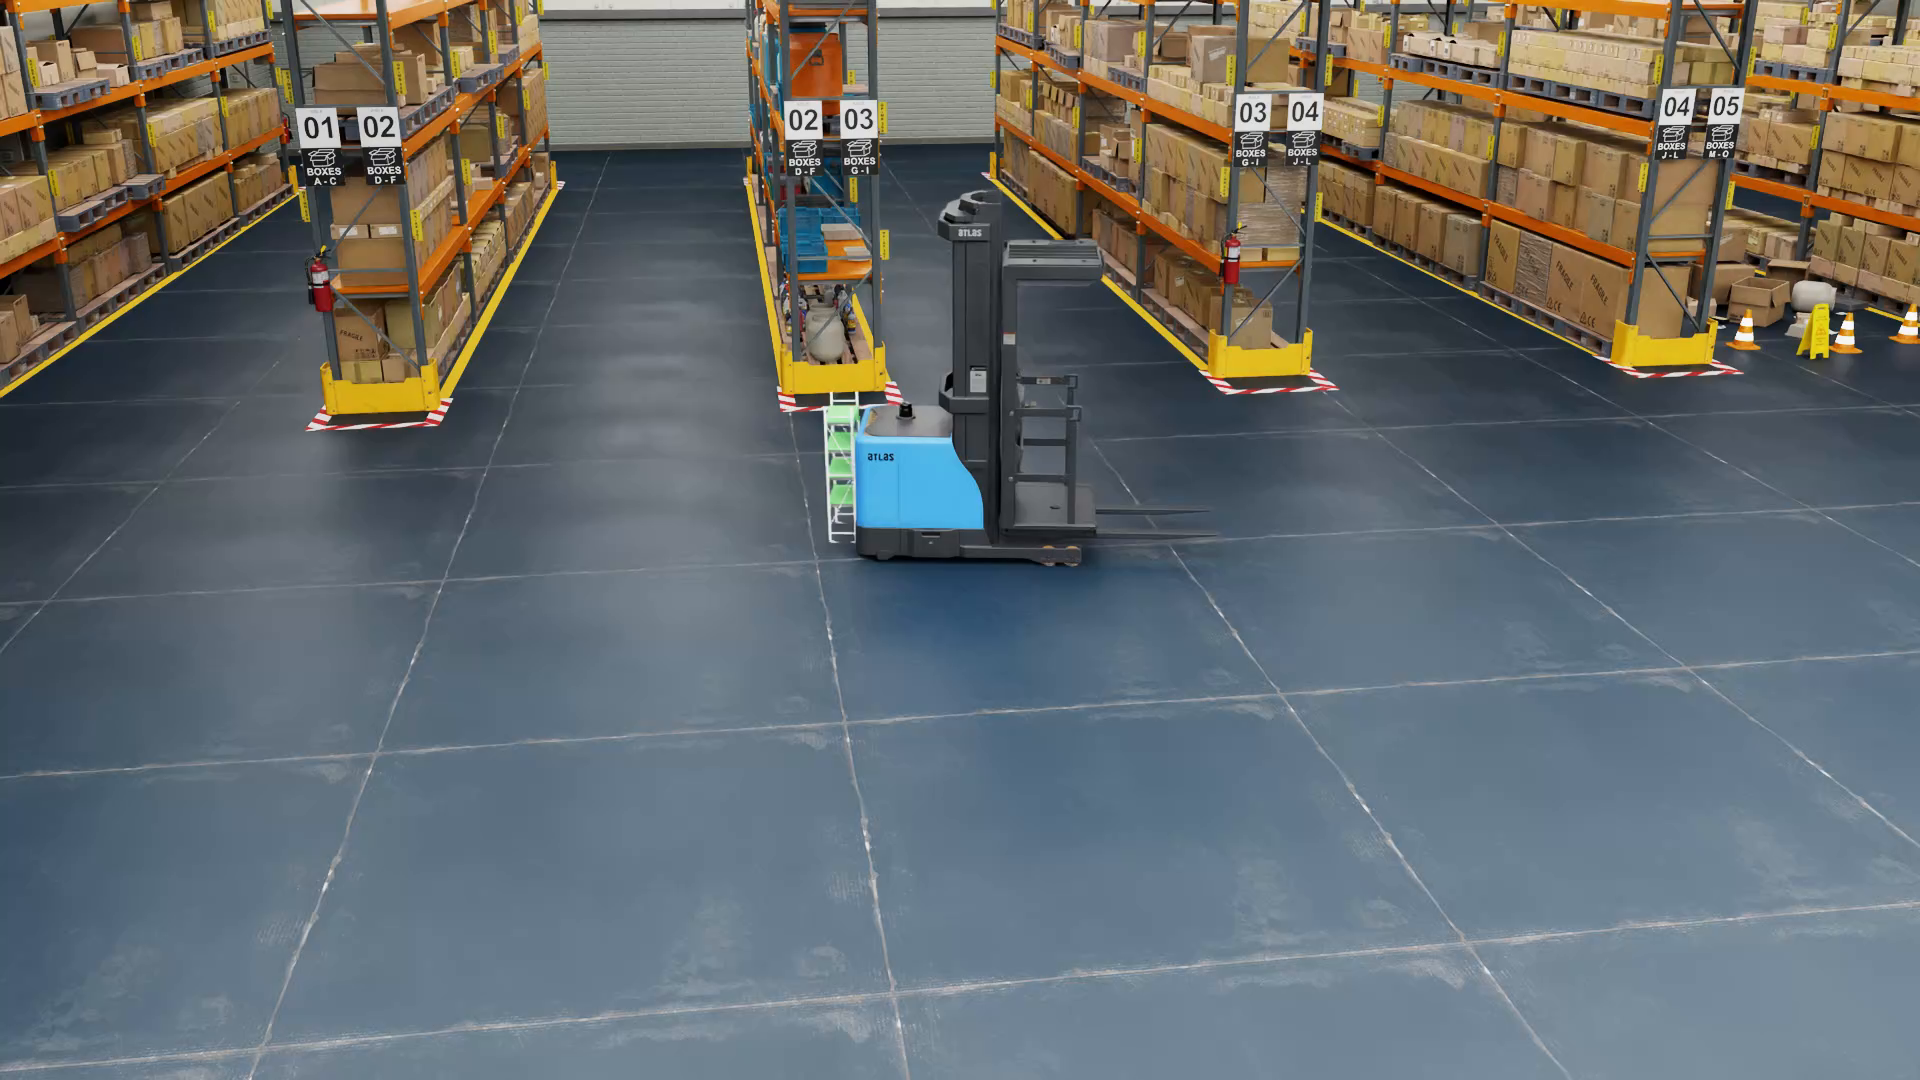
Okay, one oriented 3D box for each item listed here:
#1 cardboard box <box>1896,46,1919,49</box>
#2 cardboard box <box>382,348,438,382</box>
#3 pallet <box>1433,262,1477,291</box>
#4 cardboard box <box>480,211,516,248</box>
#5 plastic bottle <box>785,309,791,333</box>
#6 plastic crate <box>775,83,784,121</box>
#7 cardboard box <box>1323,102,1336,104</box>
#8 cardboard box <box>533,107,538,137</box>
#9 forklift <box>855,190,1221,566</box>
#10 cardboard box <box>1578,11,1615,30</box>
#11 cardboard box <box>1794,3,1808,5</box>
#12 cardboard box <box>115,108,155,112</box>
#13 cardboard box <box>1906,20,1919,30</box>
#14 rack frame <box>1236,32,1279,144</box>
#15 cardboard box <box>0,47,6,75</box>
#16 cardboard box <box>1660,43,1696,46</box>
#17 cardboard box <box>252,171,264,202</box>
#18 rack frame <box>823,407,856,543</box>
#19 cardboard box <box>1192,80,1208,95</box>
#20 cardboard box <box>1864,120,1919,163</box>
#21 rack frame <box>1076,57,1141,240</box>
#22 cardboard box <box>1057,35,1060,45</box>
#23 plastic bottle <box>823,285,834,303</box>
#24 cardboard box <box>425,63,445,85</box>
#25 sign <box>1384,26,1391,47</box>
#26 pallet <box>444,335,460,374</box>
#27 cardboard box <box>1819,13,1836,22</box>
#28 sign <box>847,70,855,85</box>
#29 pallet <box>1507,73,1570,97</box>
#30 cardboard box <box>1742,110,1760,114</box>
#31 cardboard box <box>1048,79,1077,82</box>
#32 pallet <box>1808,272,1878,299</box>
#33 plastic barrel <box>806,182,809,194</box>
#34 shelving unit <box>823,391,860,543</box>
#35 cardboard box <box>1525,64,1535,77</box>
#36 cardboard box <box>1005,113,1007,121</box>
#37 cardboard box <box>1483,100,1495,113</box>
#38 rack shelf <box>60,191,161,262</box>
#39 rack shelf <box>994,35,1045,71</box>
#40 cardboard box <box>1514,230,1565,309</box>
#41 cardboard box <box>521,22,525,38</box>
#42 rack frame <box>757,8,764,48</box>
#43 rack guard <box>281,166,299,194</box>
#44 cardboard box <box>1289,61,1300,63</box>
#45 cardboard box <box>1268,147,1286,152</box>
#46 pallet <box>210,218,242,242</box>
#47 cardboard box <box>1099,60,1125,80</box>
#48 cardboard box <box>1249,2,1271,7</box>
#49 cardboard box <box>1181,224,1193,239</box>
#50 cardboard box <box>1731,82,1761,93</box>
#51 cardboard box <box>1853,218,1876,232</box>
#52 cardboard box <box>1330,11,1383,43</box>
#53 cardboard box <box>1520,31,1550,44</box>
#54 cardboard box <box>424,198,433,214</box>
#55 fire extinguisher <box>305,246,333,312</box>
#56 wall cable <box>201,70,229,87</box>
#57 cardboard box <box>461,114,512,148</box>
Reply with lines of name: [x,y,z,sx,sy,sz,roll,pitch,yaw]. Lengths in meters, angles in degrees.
cardboard box: [13.127,-6.708,22.896,0.380,0.149,0.250,-3,21,-9]
cardboard box: [-6.139,-1.954,18.566,0.500,0.250,0.500,-3,21,-8]
pallet: [7.682,-3.904,24.442,1.003,0.211,1.213,-3,21,-8]
cardboard box: [-7.217,-4.826,25.868,0.500,0.500,0.500,-2,21,-5]
plastic bottle: [-2.113,-2.684,20.444,0.061,0.283,0.133,-2,21,-6]
plastic crate: [-1.952,-5.140,19.501,0.392,0.384,0.575,-3,21,-8]
cardboard box: [6.431,-7.644,29.377,0.380,0.149,0.250,-3,21,-8]
cardboard box: [-7.962,-7.591,30.185,0.500,0.500,0.500,-3,21,-8]
forklift: [0.663,-1.346,13.705,3.031,2.935,1.130,1,20,2]
cardboard box: [11.439,-9.331,29.955,0.500,0.500,0.500,-3,21,-9]
cardboard box: [16.630,-10.326,32.439,0.500,0.250,0.500,-3,21,-9]
cardboard box: [-12.874,-6.592,25.984,0.500,0.250,0.500,-3,21,-9]
cardboard box: [16.596,-8.996,29.021,0.380,0.149,0.250,-3,21,-9]
rack frame: [6.138,-9.102,34.373,1.000,3.000,0.127,-3,21,-8]
cardboard box: [-11.329,-5.562,19.008,0.500,0.500,0.500,-2,21,-5]
cardboard box: [8.603,-5.862,19.886,0.380,0.149,0.250,-3,21,-7]
cardboard box: [-13.060,-6.394,30.096,0.700,0.500,0.500,-2,21,-6]
rack frame: [-1.007,-0.543,14.024,0.240,1.200,0.015,0,20,2]
cardboard box: [2.993,-5.400,19.819,0.380,0.149,0.250,-4,21,-10]
cardboard box: [12.698,-5.370,22.384,0.700,0.500,0.500,-3,21,-9]
rack frame: [2.369,-6.117,26.381,1.000,3.000,0.127,-3,21,-8]
cardboard box: [1.858,-8.463,28.134,0.380,0.149,0.250,-4,21,-10]
plastic bottle: [-1.721,-3.232,21.813,0.144,0.351,0.185,-3,21,-8]
cardboard box: [-6.937,-5.979,21.339,0.500,0.250,0.500,-1,20,-2]
sign: [6.754,-7.953,26.271,0.100,0.325,0.005,-3,21,-8]
pallet: [-6.606,-2.227,19.950,1.003,0.211,1.213,-3,21,-8]
cardboard box: [16.228,-9.710,30.904,0.380,0.149,0.250,-3,21,-7]
sign: [-1.410,-5.916,21.542,0.100,0.325,0.005,-3,21,-8]
pallet: [7.976,-6.027,21.980,1.003,0.211,1.213,-3,21,-8]
cardboard box: [12.675,-6.503,26.247,0.500,0.500,0.500,-4,21,-11]
cardboard box: [1.913,-8.272,30.868,0.500,0.500,0.500,-3,21,-8]
pallet: [12.884,-3.695,23.881,1.003,0.211,1.213,-3,21,-8]
plastic barrel: [-1.995,-4.883,23.276,0.301,0.262,0.301,0,20,0]
shelving unit: [-0.997,-0.628,14.253,0.258,1.200,0.503,0,20,2]
cardboard box: [7.658,-6.159,21.823,0.380,0.149,0.250,-3,21,-8]
cardboard box: [1.090,-8.274,32.515,0.380,0.149,0.250,-3,21,-9]
cardboard box: [10.963,-8.902,33.695,0.500,0.500,0.500,-3,21,-8]
rack shelf: [-12.048,-4.338,22.646,1.077,0.370,4.000,-3,21,-8]
rack shelf: [1.504,-9.263,31.544,1.077,0.370,4.000,-3,21,-8]
cardboard box: [8.023,-3.615,22.120,0.875,0.875,0.875,-3,21,-7]
cardboard box: [-7.909,-8.927,29.116,0.500,0.250,0.500,-3,21,-8]
rack frame: [-2.532,-8.678,24.663,1.000,3.000,0.127,-3,21,-8]
rack guard: [-13.493,-6.975,32.250,1.175,0.500,0.348,-3,21,-8]
cardboard box: [6.240,-8.877,31.775,0.500,0.500,0.500,-2,21,-6]
cardboard box: [3.647,-4.379,19.732,0.500,0.500,0.500,-3,21,-8]
pallet: [-12.727,-5.183,27.865,1.003,0.211,1.213,-3,21,-8]
cardboard box: [2.342,-6.921,24.461,0.500,0.250,0.500,-2,21,-7]
cardboard box: [5.979,-10.645,33.148,0.380,0.149,0.250,-2,21,-6]
cardboard box: [2.956,-3.832,20.622,0.380,0.149,0.250,-3,21,-8]
cardboard box: [15.949,-9.369,33.805,0.500,0.500,0.500,-2,21,-6]
cardboard box: [12.604,-4.354,22.991,0.380,0.149,0.250,-2,21,-6]
cardboard box: [6.808,-8.826,28.599,0.797,0.503,0.637,-3,21,-8]
cardboard box: [7.622,-6.620,21.918,0.380,0.149,0.250,-3,21,-8]
cardboard box: [-6.346,-3.878,19.318,0.380,0.149,0.250,-3,21,-7]
fire extinguisher: [-6.724,-2.748,17.472,0.296,0.674,0.183,-3,21,-8]
wall cable: [-14.610,-9.009,32.672,0.084,1.984,1.851,-3,21,-8]
cardboard box: [-7.696,-6.639,27.034,0.700,0.500,0.500,-8,22,-21]
